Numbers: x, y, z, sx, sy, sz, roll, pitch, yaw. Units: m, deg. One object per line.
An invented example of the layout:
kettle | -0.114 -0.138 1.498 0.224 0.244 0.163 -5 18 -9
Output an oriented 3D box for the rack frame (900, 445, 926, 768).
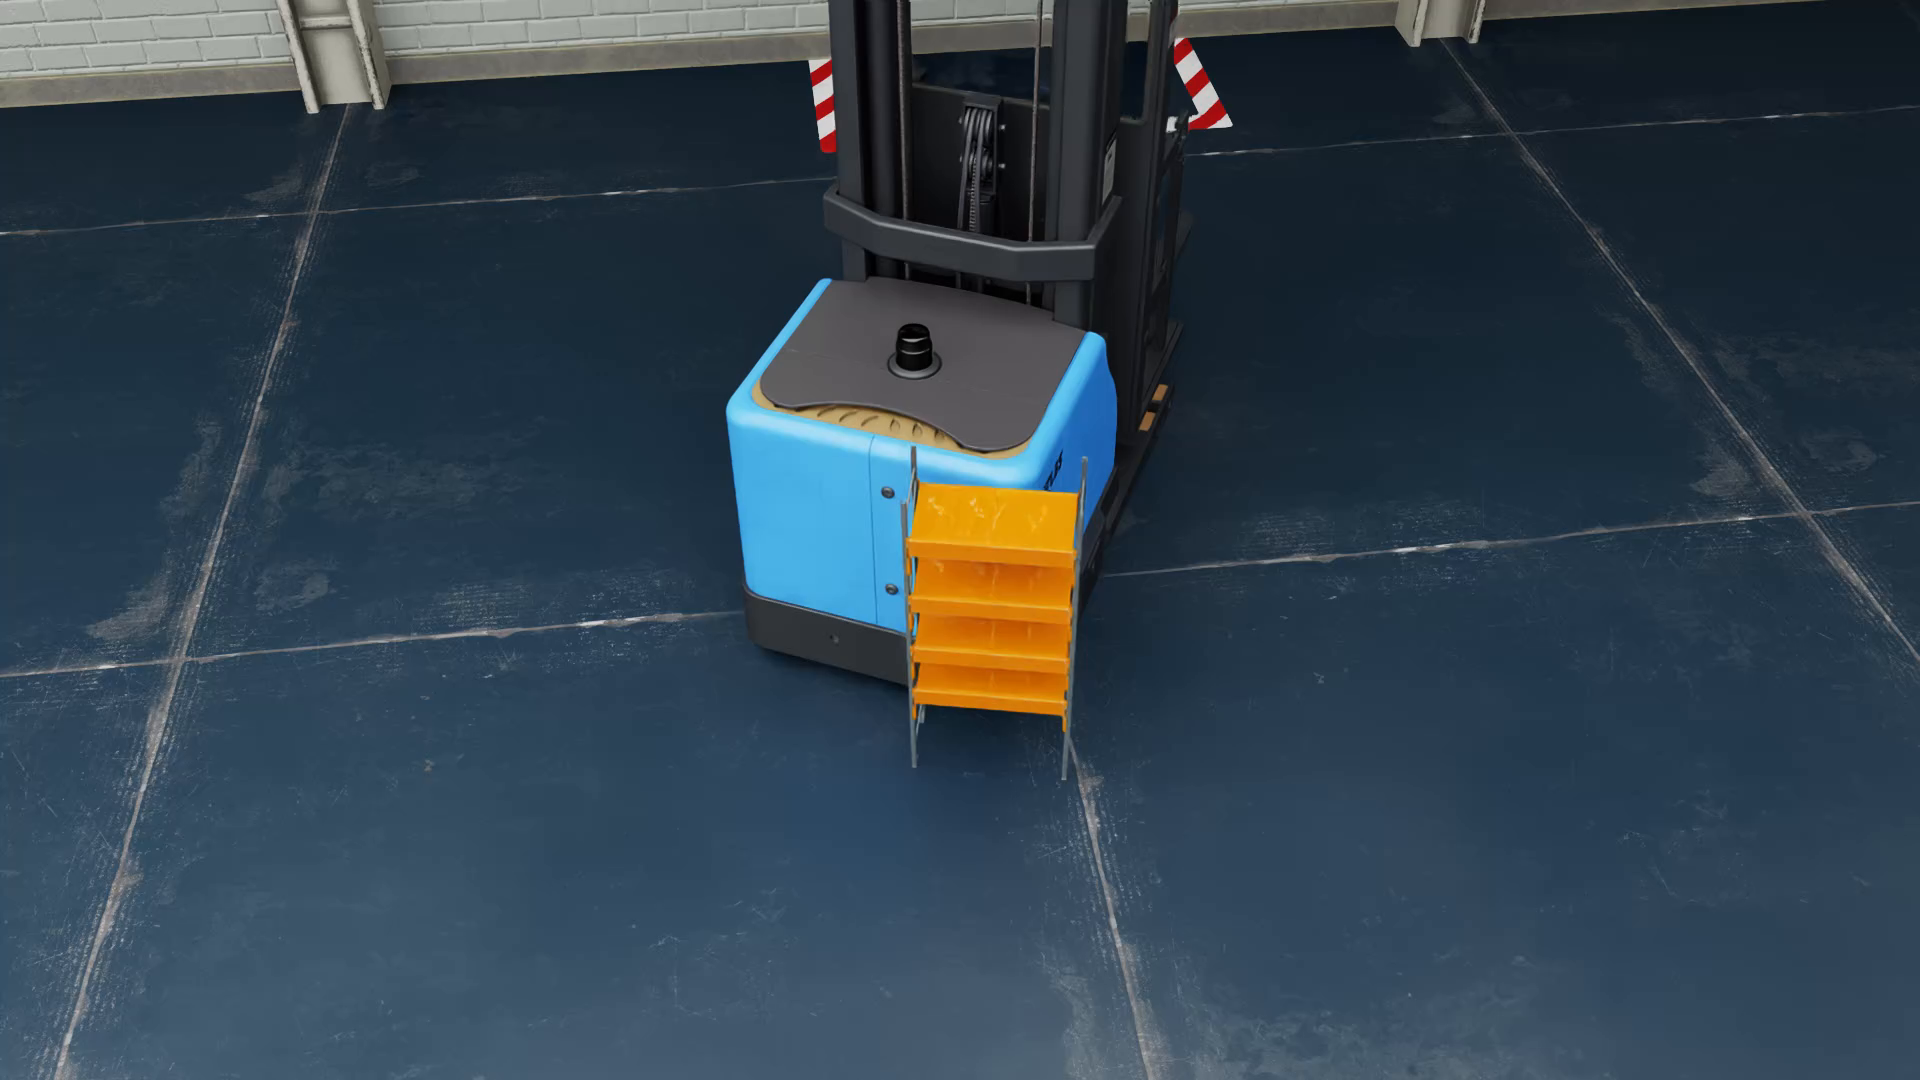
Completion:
rack frame | -0.140 0.237 5.080 0.015 1.200 0.240 4 46 5

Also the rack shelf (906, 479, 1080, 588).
rack shelf | 0.100 -0.021 4.781 0.480 0.148 0.258 4 46 5

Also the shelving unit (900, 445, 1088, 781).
shelving unit | 0.102 0.255 5.061 0.503 1.200 0.258 4 46 5

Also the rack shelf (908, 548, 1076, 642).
rack shelf | 0.101 0.145 4.949 0.480 0.148 0.258 4 46 5

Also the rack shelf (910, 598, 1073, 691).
rack shelf | 0.103 0.302 5.108 0.480 0.148 0.258 4 46 5

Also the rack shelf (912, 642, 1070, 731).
rack shelf | 0.104 0.442 5.250 0.480 0.148 0.258 4 46 5

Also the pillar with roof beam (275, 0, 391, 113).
pillar with roof beam | -2.693 -2.844 2.684 0.400 9.000 9.100 -5 42 -6

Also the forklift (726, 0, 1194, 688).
forklift | 0.233 -1.523 5.750 1.130 2.935 3.031 13 44 14

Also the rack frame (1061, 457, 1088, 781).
rack frame | 0.345 0.273 5.041 0.015 1.200 0.240 4 46 5

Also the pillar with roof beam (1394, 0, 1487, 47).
pillar with roof beam | 3.257 -3.365 3.262 0.400 9.000 9.100 -5 42 -6
